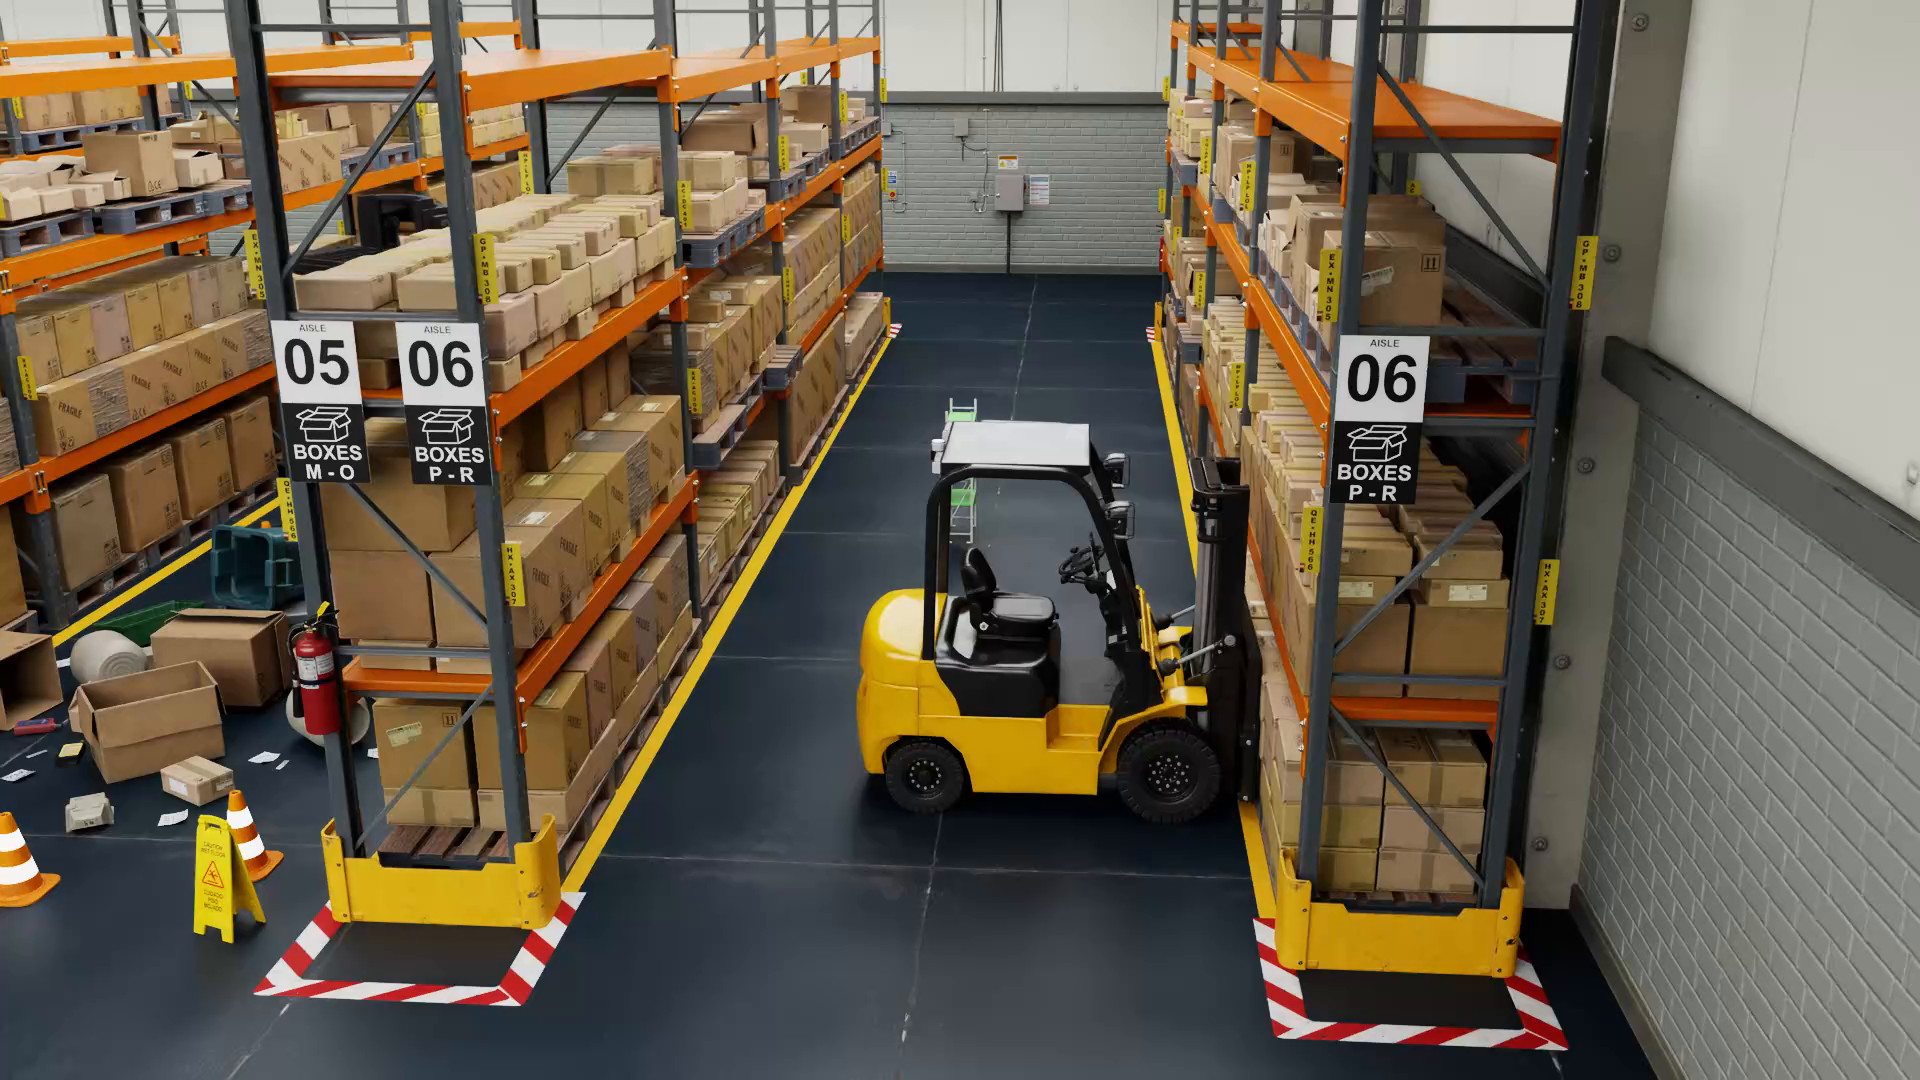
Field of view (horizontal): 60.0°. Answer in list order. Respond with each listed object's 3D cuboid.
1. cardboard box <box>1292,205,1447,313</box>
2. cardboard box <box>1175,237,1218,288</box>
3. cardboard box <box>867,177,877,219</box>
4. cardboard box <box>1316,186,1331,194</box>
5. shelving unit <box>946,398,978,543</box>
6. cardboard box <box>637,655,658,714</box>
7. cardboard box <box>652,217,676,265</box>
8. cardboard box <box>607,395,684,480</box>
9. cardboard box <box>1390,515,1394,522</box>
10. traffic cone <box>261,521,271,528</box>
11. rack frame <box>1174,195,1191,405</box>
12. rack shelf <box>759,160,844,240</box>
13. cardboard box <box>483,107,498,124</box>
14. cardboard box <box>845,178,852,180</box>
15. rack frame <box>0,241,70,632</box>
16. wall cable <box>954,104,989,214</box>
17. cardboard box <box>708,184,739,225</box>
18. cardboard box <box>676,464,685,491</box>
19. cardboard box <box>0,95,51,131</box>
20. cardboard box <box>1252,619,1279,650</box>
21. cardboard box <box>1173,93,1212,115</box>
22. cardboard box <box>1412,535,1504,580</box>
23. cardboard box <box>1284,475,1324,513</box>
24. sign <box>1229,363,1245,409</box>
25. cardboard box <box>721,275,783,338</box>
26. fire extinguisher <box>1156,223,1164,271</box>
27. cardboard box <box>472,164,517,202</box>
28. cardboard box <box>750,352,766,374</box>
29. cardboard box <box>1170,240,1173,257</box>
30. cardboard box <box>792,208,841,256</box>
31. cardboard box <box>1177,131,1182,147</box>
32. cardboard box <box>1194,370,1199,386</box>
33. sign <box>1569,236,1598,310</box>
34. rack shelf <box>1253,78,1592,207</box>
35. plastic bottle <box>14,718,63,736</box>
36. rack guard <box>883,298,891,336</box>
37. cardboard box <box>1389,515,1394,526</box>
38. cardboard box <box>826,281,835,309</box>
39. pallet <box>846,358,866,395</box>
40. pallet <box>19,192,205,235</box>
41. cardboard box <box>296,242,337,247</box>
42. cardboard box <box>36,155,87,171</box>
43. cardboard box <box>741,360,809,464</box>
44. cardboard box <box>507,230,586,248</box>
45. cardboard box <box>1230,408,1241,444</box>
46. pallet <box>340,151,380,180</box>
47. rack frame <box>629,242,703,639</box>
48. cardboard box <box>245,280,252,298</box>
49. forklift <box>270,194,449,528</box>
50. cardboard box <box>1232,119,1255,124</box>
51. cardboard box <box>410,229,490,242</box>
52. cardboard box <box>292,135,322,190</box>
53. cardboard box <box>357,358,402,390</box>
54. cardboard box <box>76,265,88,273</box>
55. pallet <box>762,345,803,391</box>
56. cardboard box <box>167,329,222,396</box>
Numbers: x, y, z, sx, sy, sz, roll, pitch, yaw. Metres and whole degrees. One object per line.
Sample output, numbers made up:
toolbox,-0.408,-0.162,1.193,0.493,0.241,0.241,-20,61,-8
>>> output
cardboard box,2.167,-1.498,8.865,0.700,0.500,0.500,1,18,4
cardboard box,2.808,-3.148,18.879,0.700,0.500,0.500,2,18,5
cardboard box,-1.404,-4.603,22.387,0.500,0.500,0.500,1,18,4
cardboard box,2.702,-2.703,13.077,0.380,0.166,0.250,1,18,4
shelving unit,0.012,-0.622,14.893,0.258,1.200,0.503,1,18,4
cardboard box,-2.303,0.949,10.952,0.500,0.250,0.500,2,18,5
cardboard box,-2.222,-2.023,11.226,0.500,0.250,0.500,1,18,3
cardboard box,-2.243,-0.717,11.655,0.500,0.500,0.500,1,18,3
cardboard box,2.651,-0.173,9.430,0.380,0.149,0.250,2,18,6
traffic cone,-5.801,0.072,13.959,0.336,0.463,0.334,1,18,4
rack frame,3.065,-3.046,19.403,1.000,3.000,0.127,1,18,4
rack shelf,-2.029,-3.618,17.487,1.077,0.370,4.000,1,18,4
cardboard box,-6.398,-5.603,21.825,0.500,0.250,0.500,2,18,5
cardboard box,-1.563,-4.477,20.961,0.380,0.149,0.250,1,18,4
rack frame,-7.404,-0.751,12.396,1.000,3.000,0.127,1,18,4
wall cable,0.197,-6.605,28.631,0.588,1.984,0.122,1,18,4
cardboard box,-1.982,-2.555,12.653,0.500,0.250,0.500,1,18,3
cardboard box,-2.178,-0.445,11.868,0.380,0.149,0.250,1,18,3
cardboard box,-11.774,-5.342,20.595,0.700,0.500,0.500,0,18,1
cardboard box,2.028,0.690,10.137,0.500,0.250,0.500,1,18,3
cardboard box,2.992,-5.576,21.265,0.500,0.250,0.500,1,18,3
cardboard box,2.442,0.084,8.170,0.380,0.149,0.250,1,18,3
cardboard box,1.999,-0.251,9.191,0.380,0.149,0.250,2,18,5
sign,1.950,-1.083,11.680,0.100,0.325,0.005,1,18,4
cardboard box,-1.928,-2.155,15.369,0.500,0.500,0.500,1,18,2
fire extinguisher,2.902,-4.131,23.435,0.296,0.674,0.183,1,18,4
cardboard box,-6.365,-4.836,22.622,0.500,0.500,0.500,1,18,2
cardboard box,-1.913,-1.559,14.592,0.380,0.149,0.250,2,18,5
cardboard box,2.967,-3.750,21.315,0.500,0.250,0.500,1,18,2
cardboard box,-1.667,-3.534,19.126,0.500,0.500,0.500,2,18,6
cardboard box,2.594,-4.436,18.395,0.380,0.149,0.250,1,18,5
cardboard box,2.685,-1.694,17.575,0.380,0.149,0.250,0,18,1
sign,2.758,-1.184,7.370,0.100,0.325,0.005,1,18,4
rack shelf,2.349,-2.260,9.165,1.077,0.370,4.000,1,18,4
plastic bottle,-6.113,1.237,11.050,0.283,0.061,0.133,-5,19,-15
rack guard,-1.597,-3.218,23.941,1.175,0.500,0.348,1,18,4
cardboard box,2.565,0.167,9.436,0.500,0.500,0.500,1,18,3
cardboard box,-1.704,-2.782,18.836,0.500,0.250,0.500,1,18,3
pallet,-1.753,-2.065,20.887,1.003,0.211,1.213,1,18,4
pallet,-7.187,-2.780,14.076,1.003,0.211,1.213,2,18,6
cardboard box,-7.352,-3.320,19.010,0.380,0.149,0.250,1,18,4
cardboard box,-7.461,-3.088,14.021,0.500,0.311,0.500,1,18,3
cardboard box,-2.040,-1.316,16.861,0.875,0.875,0.875,1,18,3
cardboard box,-2.377,-1.692,9.575,0.380,0.149,0.250,2,18,5
cardboard box,2.272,-0.886,12.248,0.500,0.250,0.500,1,18,3
pallet,-7.052,-4.060,17.980,1.213,0.211,1.003,1,18,4
rack frame,-2.459,-0.671,12.155,1.000,3.000,0.127,1,18,4
cardboard box,-6.890,-2.496,16.498,0.380,0.149,0.250,1,18,4
forklift,-5.231,-1.546,14.933,1.130,2.935,3.031,9,20,26
cardboard box,3.155,-4.487,18.073,0.380,0.149,0.250,1,18,3
cardboard box,-2.940,-1.703,9.608,0.380,0.149,0.250,2,18,5
cardboard box,-6.782,-3.793,16.702,0.500,0.500,0.500,1,18,4
cardboard box,-2.999,-0.852,8.293,0.380,0.149,0.250,1,18,4
cardboard box,-11.380,-3.506,21.208,0.380,0.149,0.250,2,18,6
pallet,-2.117,-1.599,15.293,1.213,0.211,1.003,1,18,4
cardboard box,-6.954,-1.584,14.780,0.500,0.500,0.500,1,18,3
